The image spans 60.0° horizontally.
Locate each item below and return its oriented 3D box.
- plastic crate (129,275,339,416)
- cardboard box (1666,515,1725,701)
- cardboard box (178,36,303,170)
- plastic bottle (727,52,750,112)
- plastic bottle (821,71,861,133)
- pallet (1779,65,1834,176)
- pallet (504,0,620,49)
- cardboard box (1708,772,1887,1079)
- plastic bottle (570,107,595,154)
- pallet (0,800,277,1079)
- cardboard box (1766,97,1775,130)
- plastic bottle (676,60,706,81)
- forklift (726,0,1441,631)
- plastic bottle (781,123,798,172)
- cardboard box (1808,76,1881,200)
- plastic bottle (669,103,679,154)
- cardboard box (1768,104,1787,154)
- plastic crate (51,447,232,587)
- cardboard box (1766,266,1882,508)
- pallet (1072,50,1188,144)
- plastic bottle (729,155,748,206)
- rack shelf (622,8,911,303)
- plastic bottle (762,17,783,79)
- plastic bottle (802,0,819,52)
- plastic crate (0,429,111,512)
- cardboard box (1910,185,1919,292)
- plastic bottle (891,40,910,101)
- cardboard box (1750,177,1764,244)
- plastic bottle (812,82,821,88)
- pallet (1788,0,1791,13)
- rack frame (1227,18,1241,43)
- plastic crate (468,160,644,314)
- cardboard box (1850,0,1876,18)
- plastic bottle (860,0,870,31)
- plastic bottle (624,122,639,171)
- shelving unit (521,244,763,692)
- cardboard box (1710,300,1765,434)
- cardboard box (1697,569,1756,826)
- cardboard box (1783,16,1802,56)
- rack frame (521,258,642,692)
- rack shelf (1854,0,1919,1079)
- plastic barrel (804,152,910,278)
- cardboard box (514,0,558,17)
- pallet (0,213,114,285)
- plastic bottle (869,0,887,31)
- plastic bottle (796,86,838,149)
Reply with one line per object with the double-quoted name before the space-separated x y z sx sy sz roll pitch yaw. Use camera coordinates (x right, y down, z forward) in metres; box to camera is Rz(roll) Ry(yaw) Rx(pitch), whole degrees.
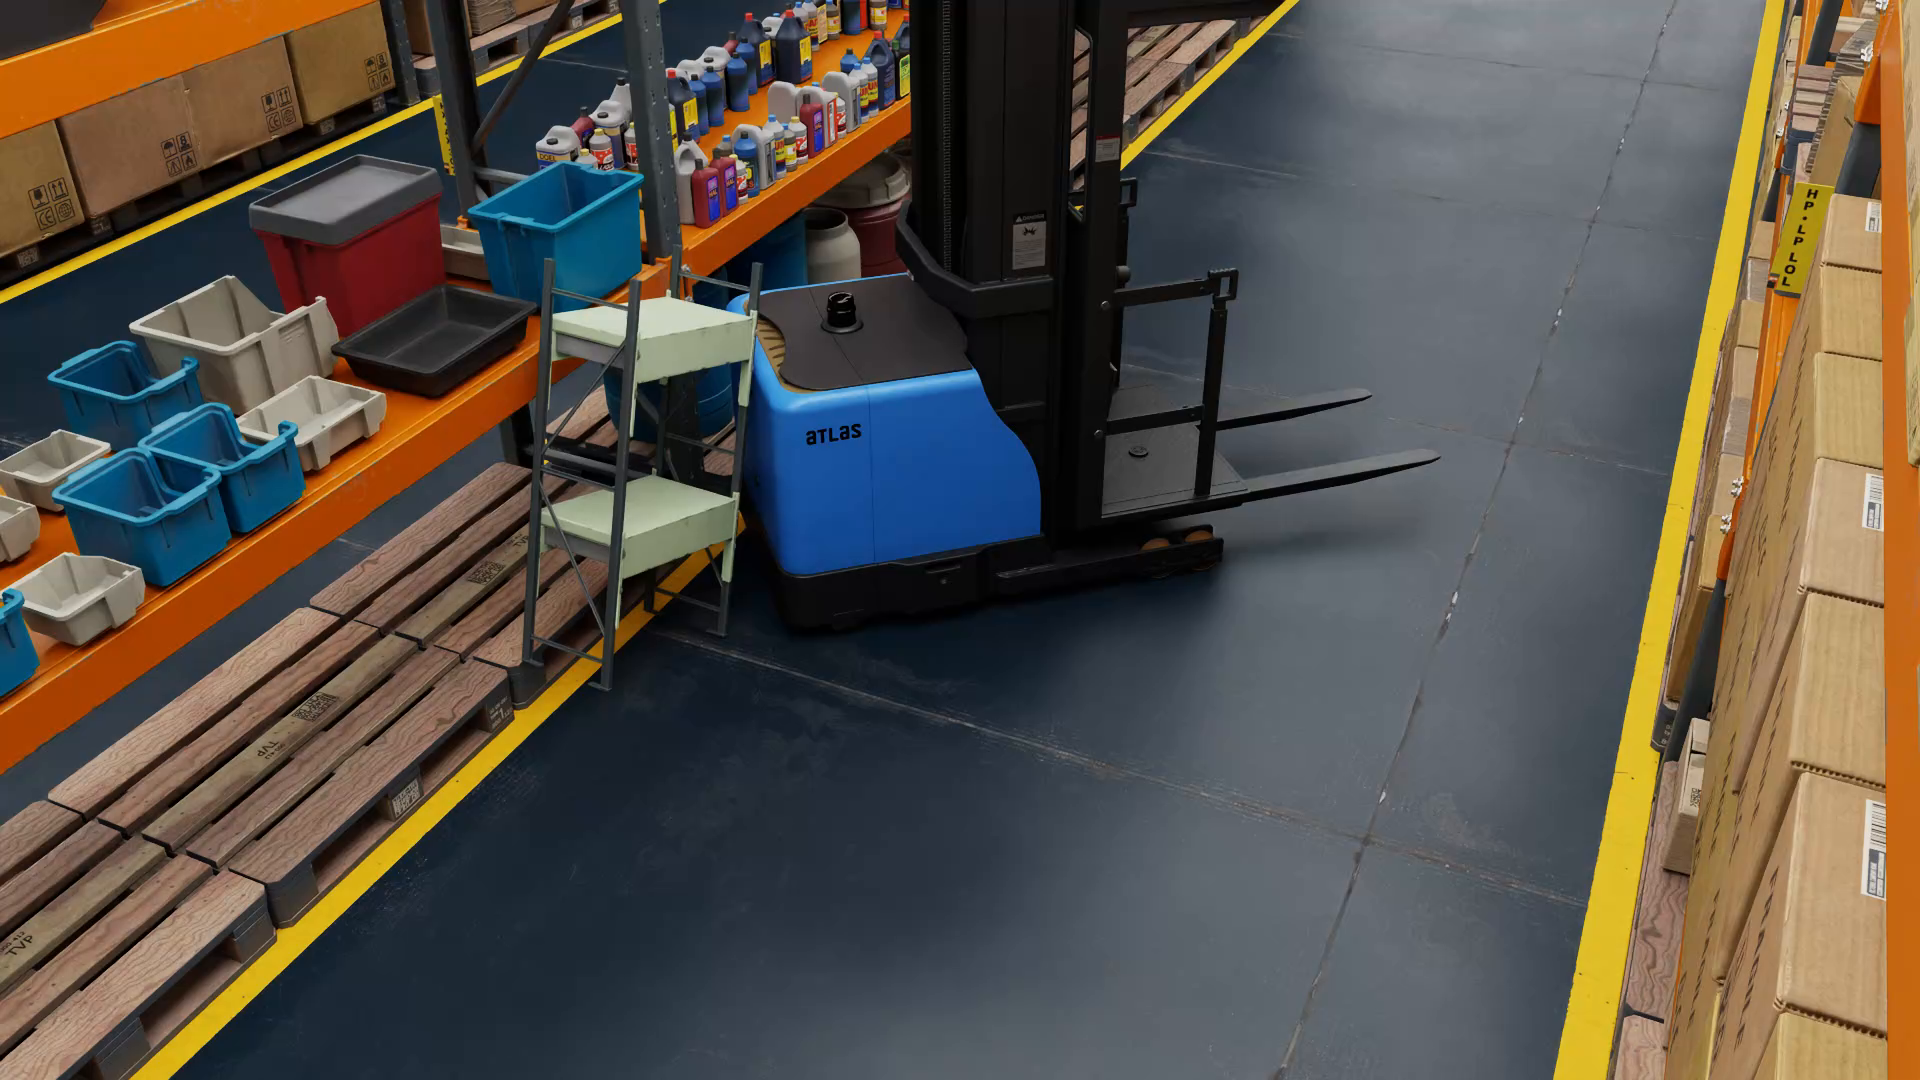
"plastic crate" -2.384 -0.652 5.562 0.437 0.282 0.530 14 36 20
"cardboard box" 2.866 0.293 5.945 0.500 0.500 0.500 14 36 20
"cardboard box" -5.091 -3.029 10.689 1.225 0.875 0.875 14 36 21
"plastic bottle" -1.068 -2.208 7.998 0.097 0.271 0.097 0 33 0
"plastic bottle" -0.554 -2.062 7.773 0.152 0.276 0.135 14 36 20
"pallet" 4.373 -1.815 7.457 1.213 0.211 1.003 14 36 20
"pallet" -3.563 -4.351 13.693 1.003 0.211 1.213 14 36 20
"cardboard box" 1.393 0.739 2.384 0.500 0.500 0.500 15 36 22
"plastic bottle" -1.651 -1.742 7.277 0.061 0.283 0.133 14 36 20
"pallet" -2.871 1.362 4.981 1.003 0.211 1.213 14 36 20
"cardboard box" 5.658 -2.868 11.013 0.500 0.250 0.500 15 36 22
"plastic bottle" -1.287 -2.113 7.850 0.152 0.276 0.135 14 36 20
"forklift" 0.600 -1.331 6.606 3.031 2.935 1.130 -10 35 -15
"plastic bottle" -0.771 -1.737 7.344 0.097 0.201 0.097 0 33 0
"cardboard box" 3.603 -1.368 6.126 0.700 0.500 0.500 6 34 8
"plastic bottle" -1.360 -1.874 7.417 0.144 0.351 0.185 14 36 20
"cardboard box" 5.014 -2.337 9.692 0.500 0.311 0.500 14 36 20
"plastic crate" -2.298 -0.061 4.705 0.416 0.233 0.300 14 36 20
"cardboard box" 2.251 -0.289 3.952 0.500 0.500 0.500 13 35 19
"pallet" 0.967 -3.203 11.942 1.003 0.211 1.213 14 36 20
"plastic bottle" -0.950 -1.524 7.020 0.097 0.201 0.097 0 33 0
"rack shelf" -0.741 -2.090 8.358 1.077 0.370 4.000 14 36 20
"plastic bottle" -0.959 -2.503 8.445 0.152 0.276 0.135 14 36 20
"plastic bottle" -0.798 -2.728 8.793 0.097 0.271 0.097 0 33 0
"plastic crate" -2.739 -0.202 5.008 0.298 0.136 0.250 14 36 20
"cardboard box" 1.862 -0.516 2.703 0.500 0.250 0.500 14 36 20
"plastic bottle" -0.298 -2.311 8.145 0.061 0.283 0.133 14 36 20
"cardboard box" 4.804 -1.850 9.460 0.500 0.250 0.500 14 36 20
"plastic bottle" -0.675 -2.051 7.823 0.097 0.201 0.097 0 33 0
"pallet" 7.658 -4.676 14.189 1.003 0.211 1.213 14 36 20
"rack frame" 1.769 -5.379 12.718 1.000 3.000 0.127 14 36 20
"plastic crate" -1.464 -1.102 6.155 0.392 0.384 0.575 14 36 20
"cardboard box" 5.280 -3.130 9.196 0.500 0.500 0.500 12 35 18
"plastic bottle" -0.573 -2.963 9.147 0.152 0.276 0.135 14 36 20
"plastic bottle" -1.433 -1.745 7.356 0.097 0.201 0.097 0 33 0
"shelving unit" -1.179 -0.290 6.176 0.431 1.500 0.755 16 20 23
"cardboard box" 3.715 -0.715 7.484 0.500 0.500 0.500 14 36 20
"cardboard box" 2.036 0.398 3.817 0.500 0.500 0.500 14 36 20
"cardboard box" 5.867 -3.352 11.240 0.500 0.311 0.500 14 36 21
"rack frame" -1.344 -0.210 5.860 0.400 1.500 0.023 16 20 23
"rack shelf" 2.083 -0.214 2.761 1.077 0.370 4.000 14 36 20
"plastic barrel" -0.566 -1.744 8.990 0.600 0.588 0.708 14 36 20
"cardboard box" -3.690 -4.563 13.352 0.700 0.500 0.500 17 37 24
"pallet" -5.822 -1.766 9.751 1.003 0.211 1.213 14 36 20
"plastic bottle" -0.452 -2.913 9.137 0.097 0.201 0.097 0 33 0
"plastic bottle" -0.651 -1.947 7.597 0.152 0.276 0.135 14 36 20
